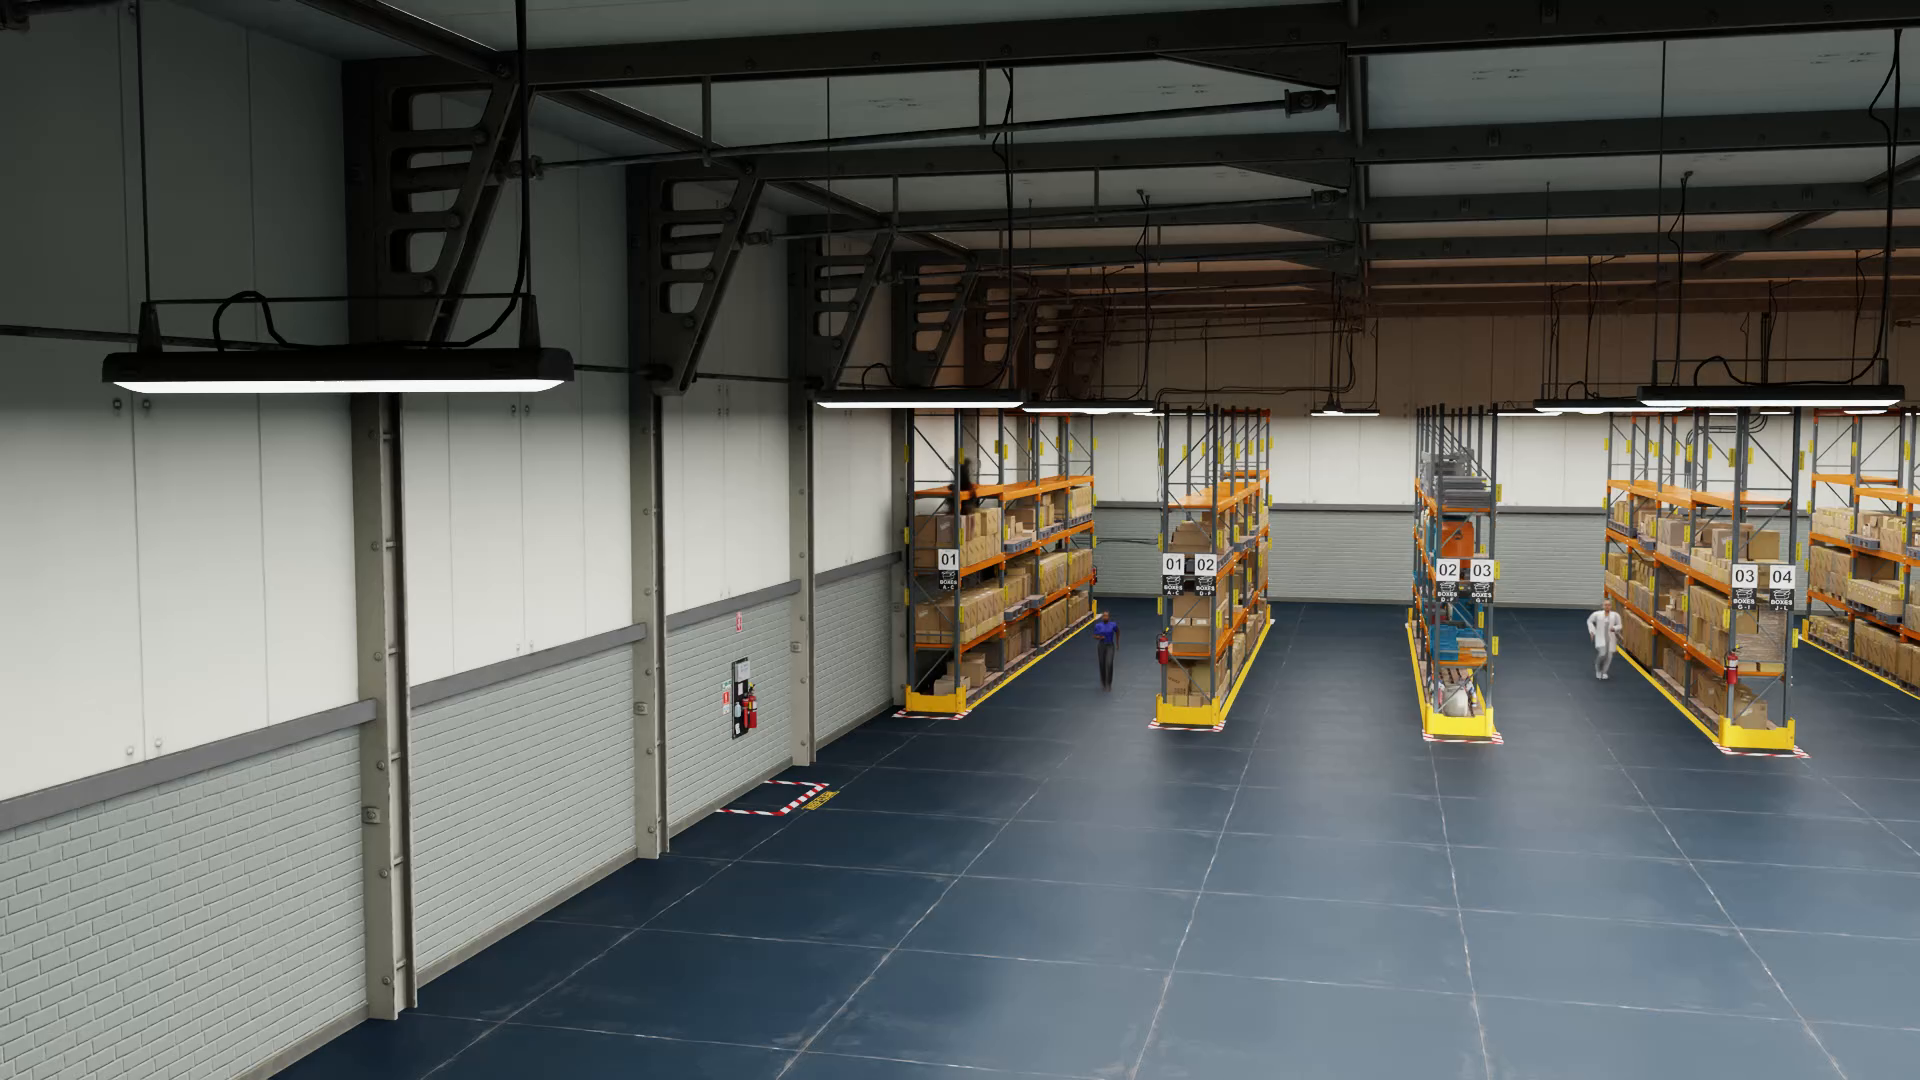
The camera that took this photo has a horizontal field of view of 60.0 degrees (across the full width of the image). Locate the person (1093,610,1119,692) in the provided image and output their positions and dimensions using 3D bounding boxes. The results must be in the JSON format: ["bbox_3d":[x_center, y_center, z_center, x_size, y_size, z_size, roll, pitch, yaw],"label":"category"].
[{"bbox_3d":[3.090,2.336,35.166,0.553,1.715,0.847,0,4,6],"label":"person"}]

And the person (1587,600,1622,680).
[{"bbox_3d":[14.123,2.189,36.359,0.664,1.752,0.717,1,4,8],"label":"person"}]
